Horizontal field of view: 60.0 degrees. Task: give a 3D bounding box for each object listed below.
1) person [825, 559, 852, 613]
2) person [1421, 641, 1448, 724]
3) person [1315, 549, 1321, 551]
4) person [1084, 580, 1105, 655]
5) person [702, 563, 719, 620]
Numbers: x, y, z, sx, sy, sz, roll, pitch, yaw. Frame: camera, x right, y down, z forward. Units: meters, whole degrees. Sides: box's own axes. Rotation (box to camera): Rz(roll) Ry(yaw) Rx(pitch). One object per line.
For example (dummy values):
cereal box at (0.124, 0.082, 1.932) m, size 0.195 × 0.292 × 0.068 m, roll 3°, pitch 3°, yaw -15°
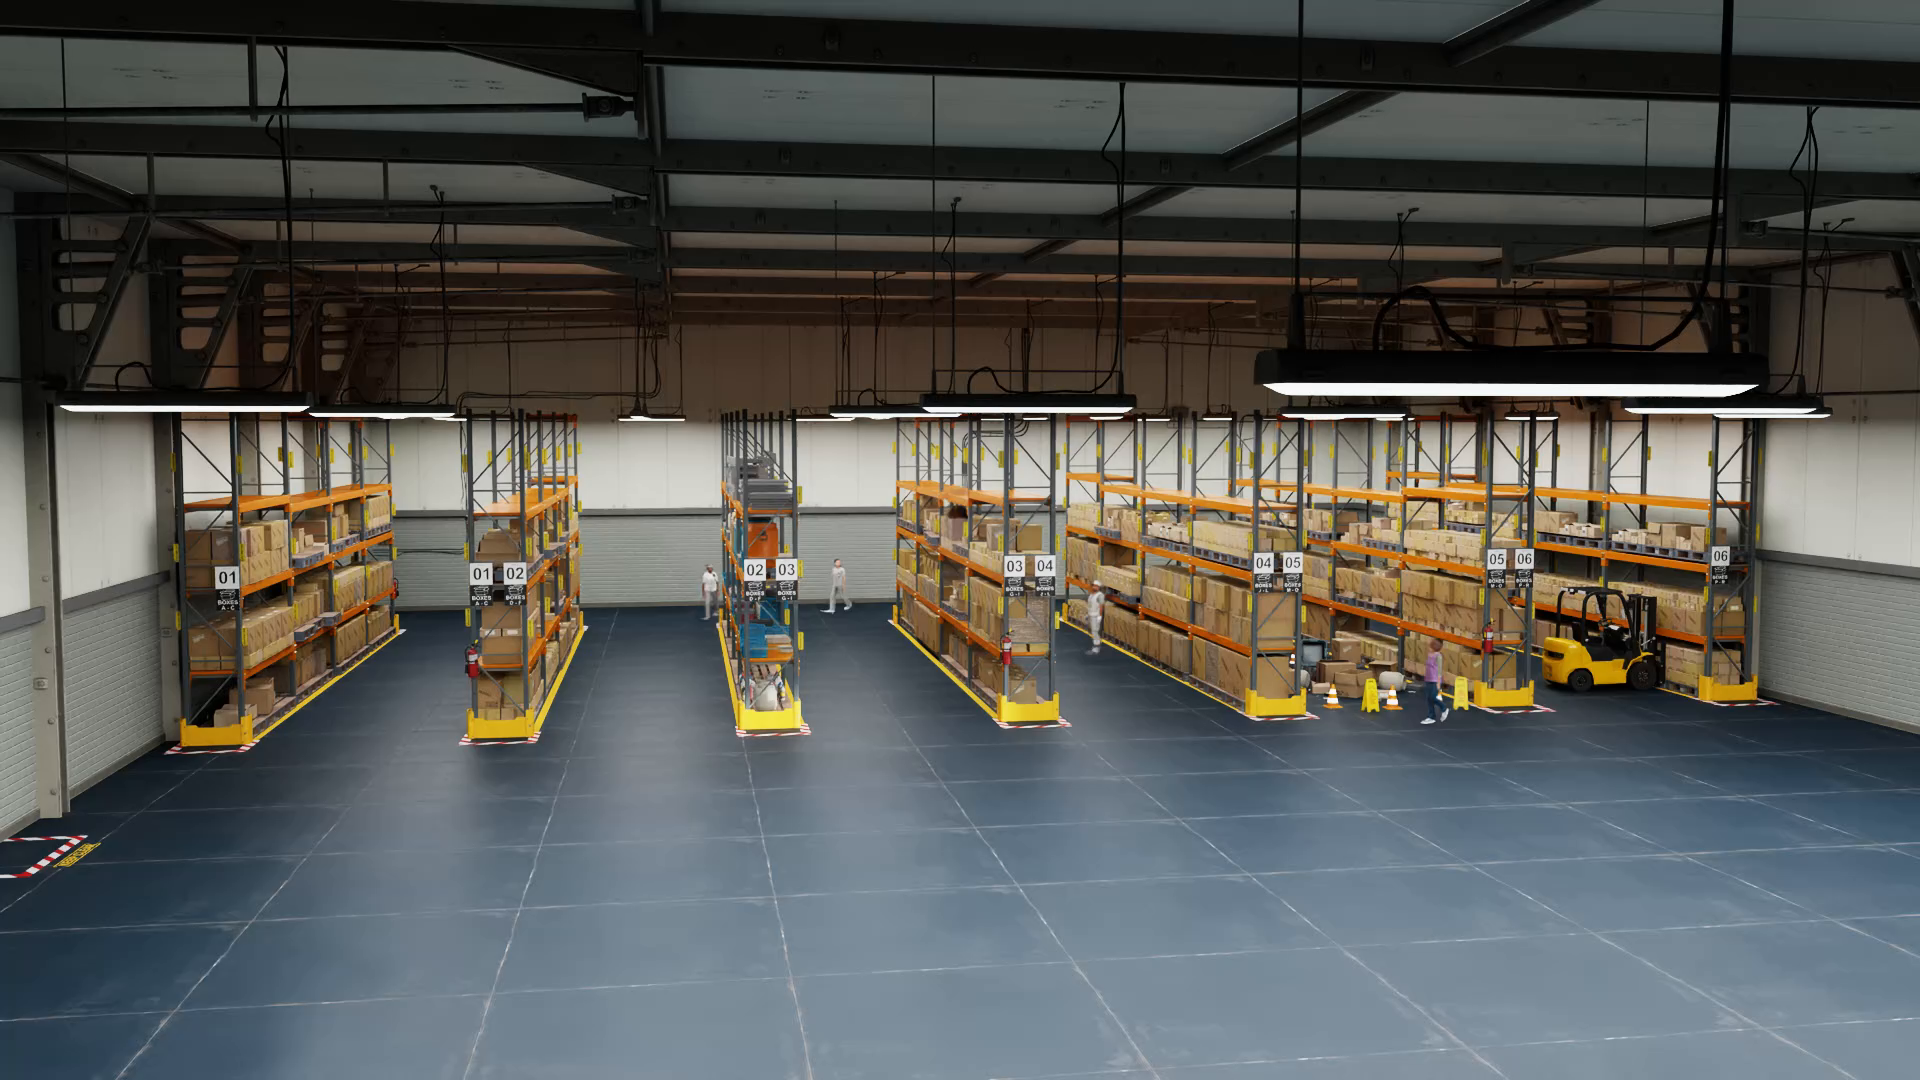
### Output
person at (-3.698, 1.385, 50.491) m, size 0.507 × 1.639 × 0.956 m, roll 3°, pitch 5°, yaw 32°
person at (9.053, 2.704, 31.638) m, size 0.472 × 1.600 × 0.428 m, roll -2°, pitch 4°, yaw -26°
person at (11.486, 1.145, 53.485) m, size 0.498 × 1.704 × 0.468 m, roll -2°, pitch 4°, yaw -25°
person at (3.254, 1.877, 40.321) m, size 0.470 × 1.785 × 0.593 m, roll -1°, pitch 4°, yaw -12°
person at (-7.315, 1.493, 48.750) m, size 0.502 × 1.649 × 0.952 m, roll 0°, pitch 4°, yaw -5°
